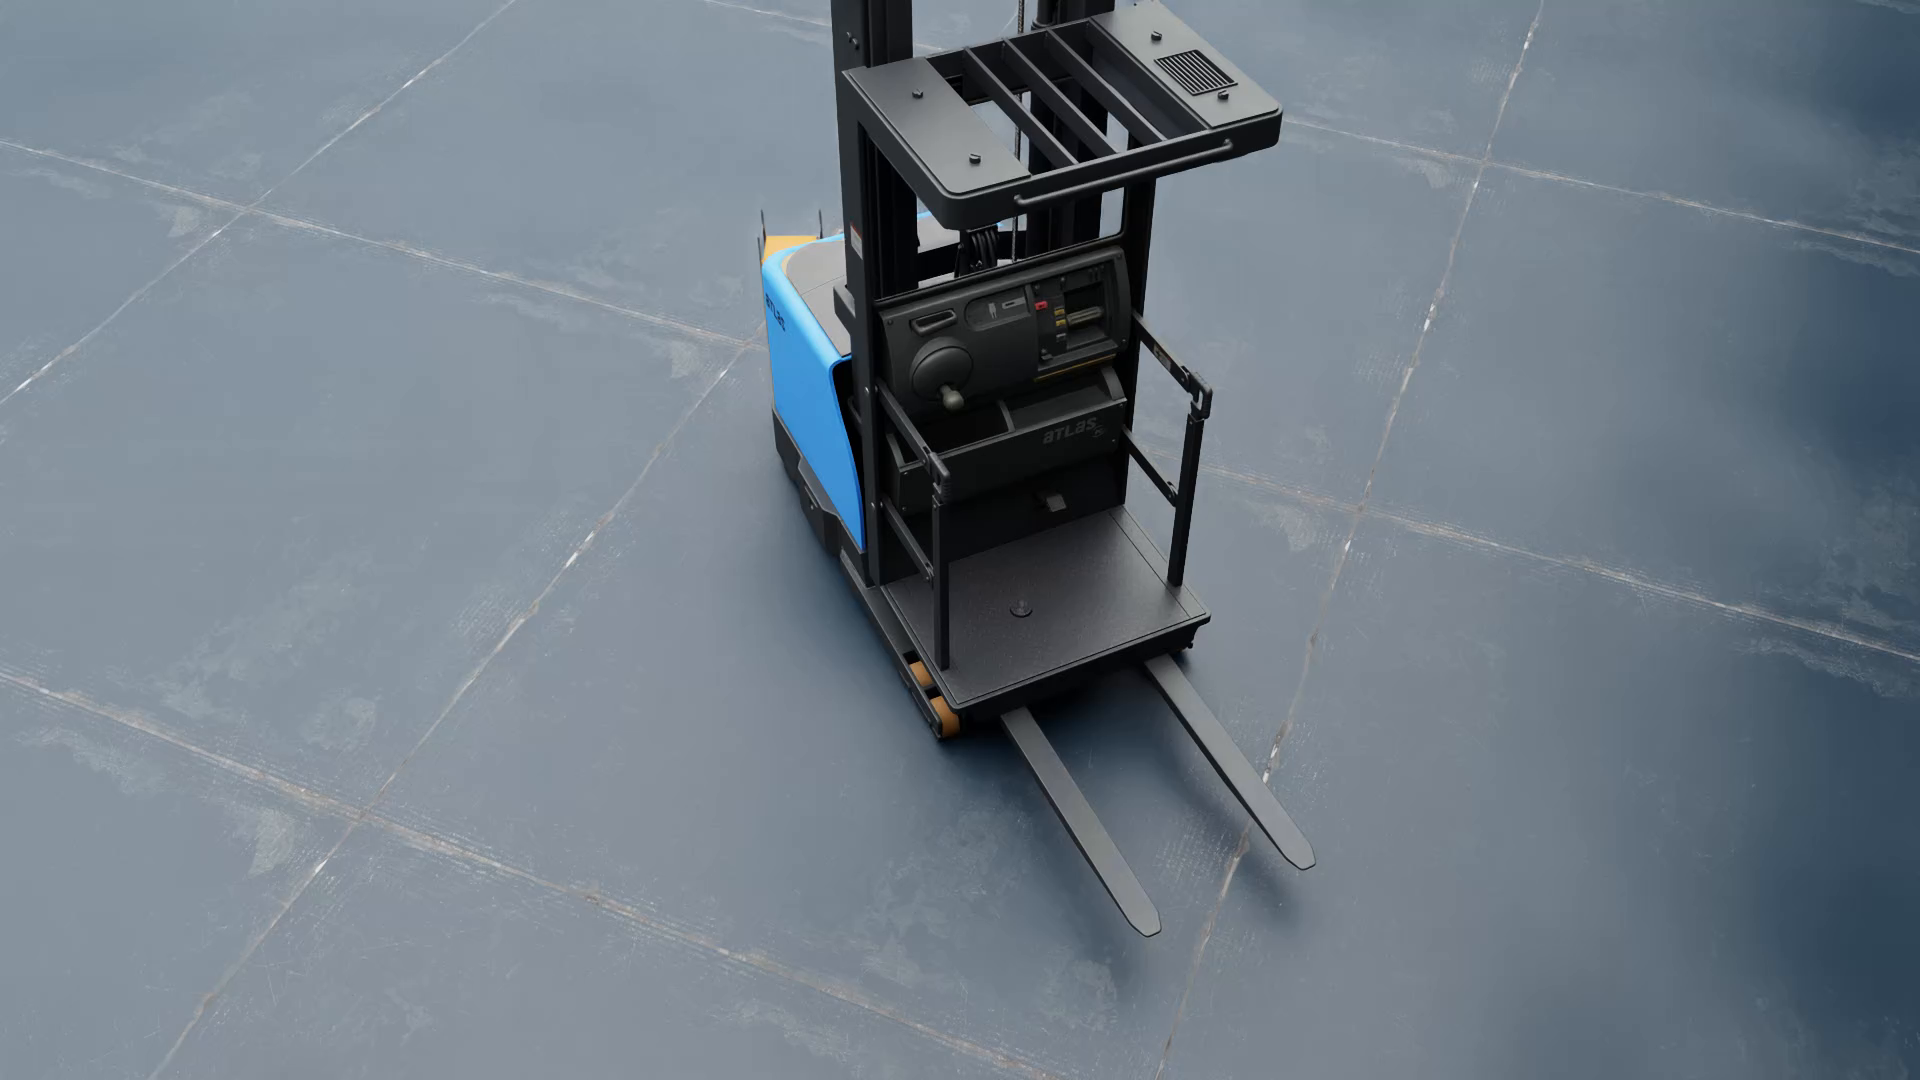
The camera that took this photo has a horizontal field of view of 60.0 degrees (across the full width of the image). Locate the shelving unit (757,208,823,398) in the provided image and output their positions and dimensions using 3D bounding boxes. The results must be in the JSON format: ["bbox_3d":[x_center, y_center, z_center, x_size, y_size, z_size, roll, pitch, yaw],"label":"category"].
[{"bbox_3d":[-0.711,-0.958,7.304,0.252,1.050,0.215,0,46,0],"label":"shelving unit"}]

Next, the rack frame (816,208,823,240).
[{"bbox_3d":[-0.589,-0.958,7.304,0.008,1.050,0.200,0,46,0],"label":"rack frame"}]

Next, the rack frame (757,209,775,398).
[{"bbox_3d":[-0.833,-0.957,7.304,0.008,1.050,0.200,0,46,0],"label":"rack frame"}]

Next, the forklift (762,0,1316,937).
[{"bbox_3d":[0.267,-0.641,5.656,1.130,2.935,3.031,-18,48,-18],"label":"forklift"}]

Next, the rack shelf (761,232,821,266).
[{"bbox_3d":[-0.711,-1.148,7.108,0.240,0.259,0.215,0,46,0],"label":"rack shelf"}]
